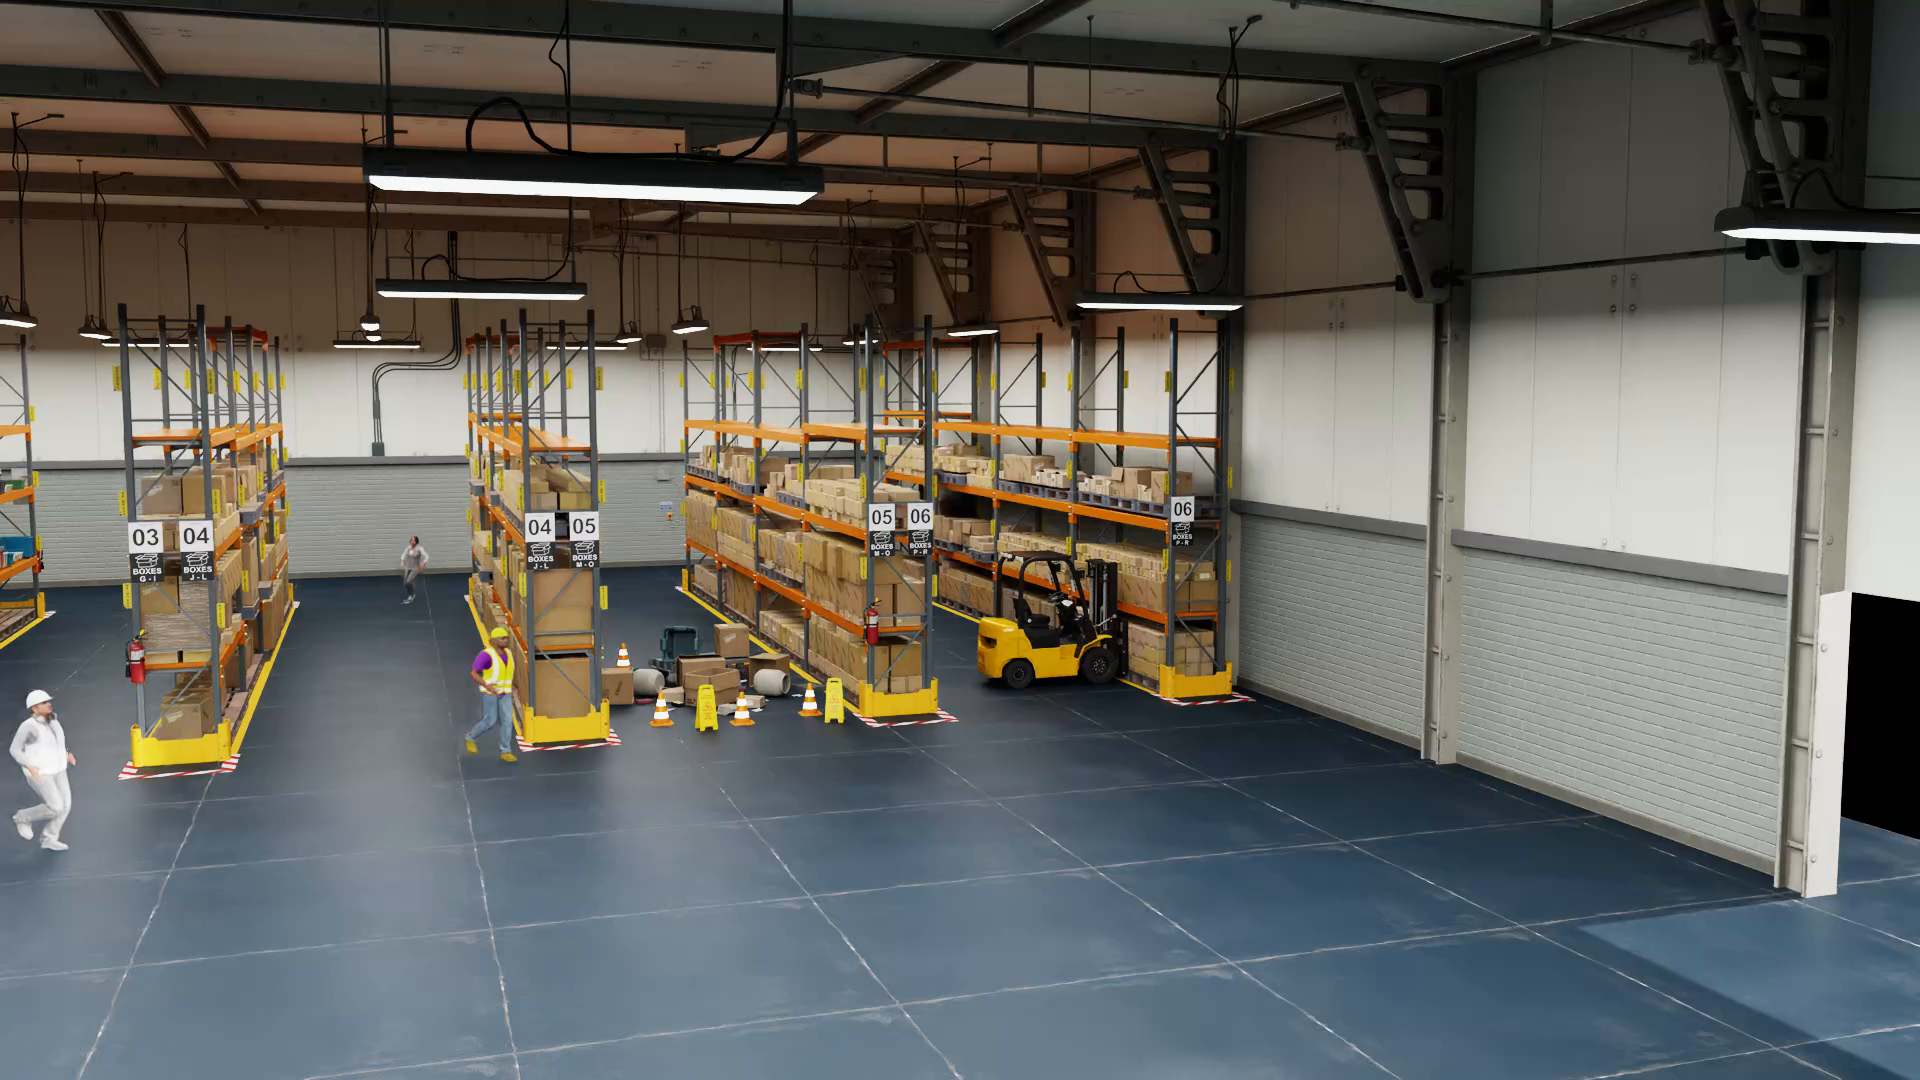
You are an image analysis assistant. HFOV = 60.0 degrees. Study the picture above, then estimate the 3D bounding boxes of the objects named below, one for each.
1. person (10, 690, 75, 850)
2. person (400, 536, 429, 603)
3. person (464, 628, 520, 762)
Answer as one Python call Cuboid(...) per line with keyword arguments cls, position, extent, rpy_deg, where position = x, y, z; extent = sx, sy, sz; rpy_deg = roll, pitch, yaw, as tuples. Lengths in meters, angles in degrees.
Cuboid(cls="person", position=(-9.811, 2.467, 17.804), extent=(0.585, 1.733, 0.660), rpy_deg=(1, 6, 10))
Cuboid(cls="person", position=(-12.345, 0.669, 37.519), extent=(0.605, 1.542, 0.551), rpy_deg=(1, 6, 14))
Cuboid(cls="person", position=(-6.154, 2.033, 22.105), extent=(0.879, 1.749, 0.752), rpy_deg=(4, 7, 35))
